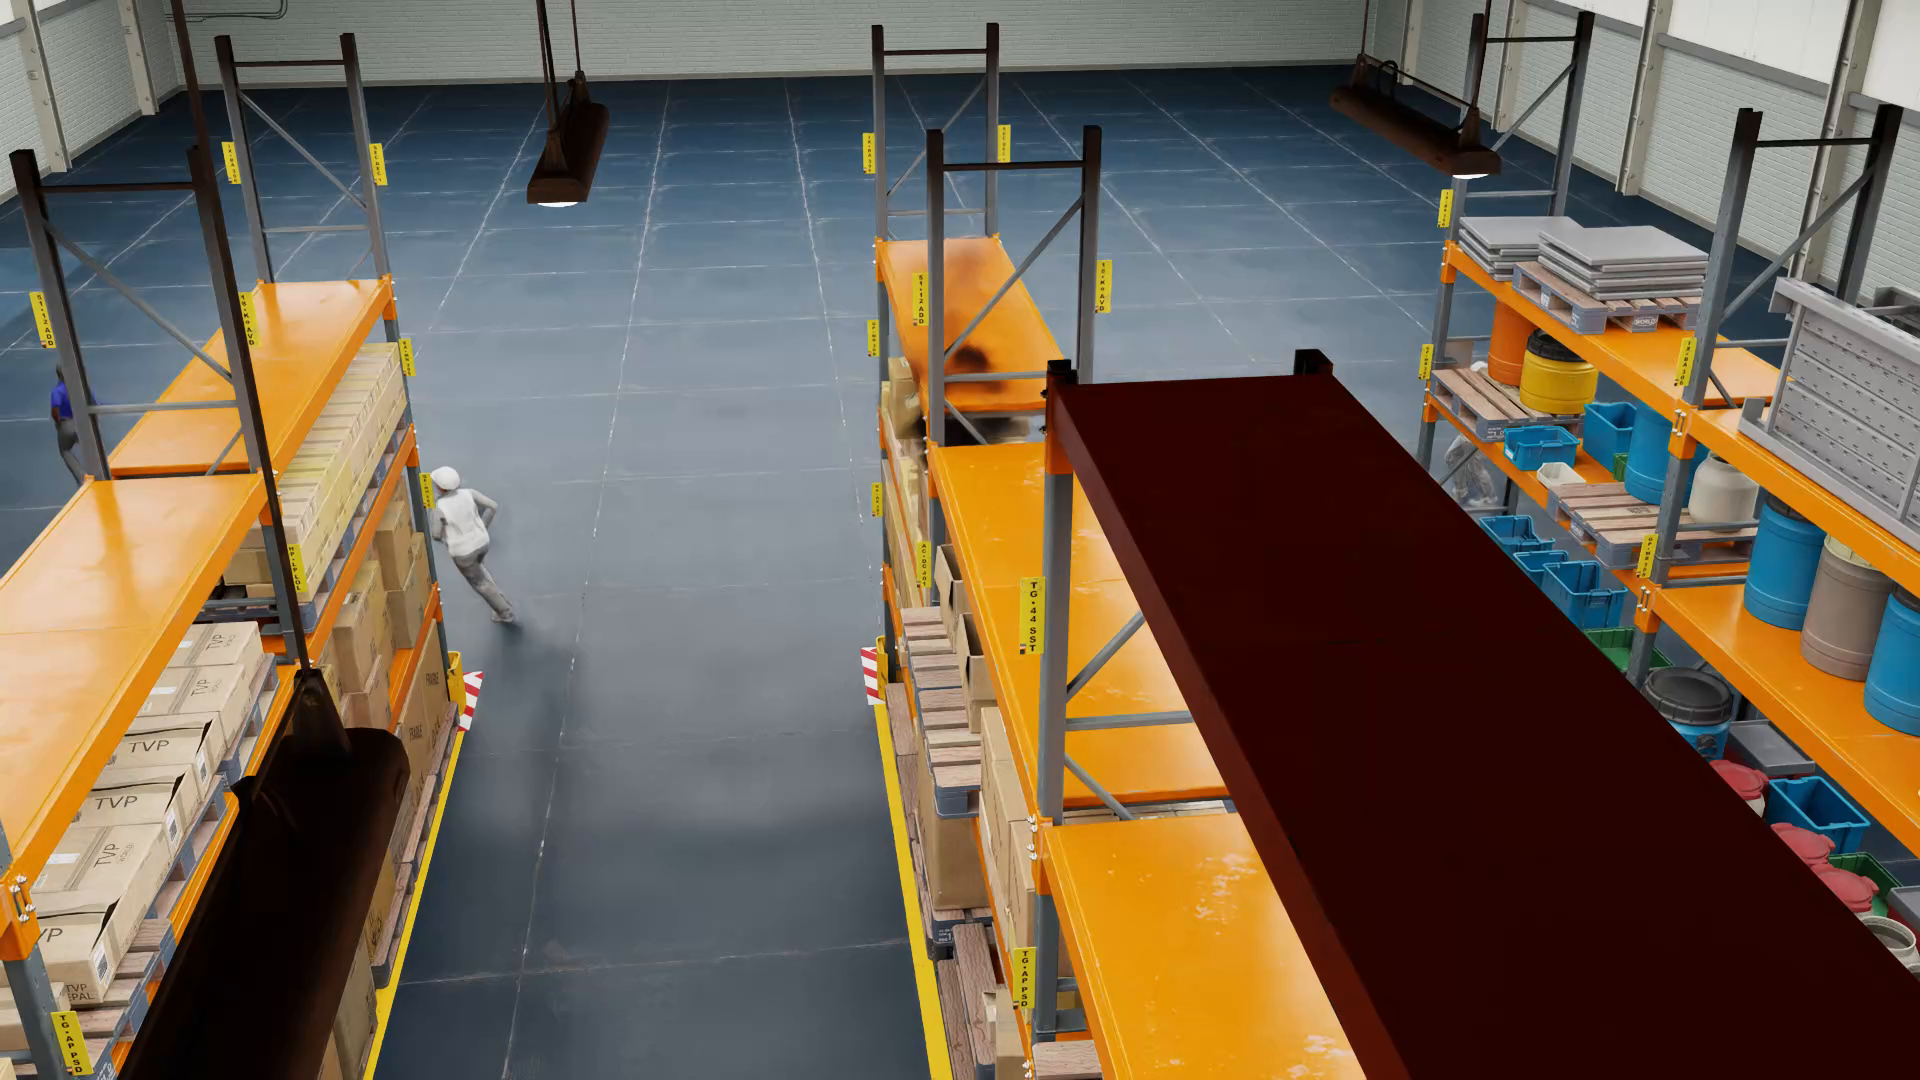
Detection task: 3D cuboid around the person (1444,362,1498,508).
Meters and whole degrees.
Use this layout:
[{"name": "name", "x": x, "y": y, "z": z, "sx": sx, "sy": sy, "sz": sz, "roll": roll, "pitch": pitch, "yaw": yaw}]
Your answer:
[{"name": "person", "x": 5.825, "y": -1.148, "z": 18.914, "sx": 0.749, "sy": 1.825, "sz": 0.661, "roll": 11, "pitch": 28, "yaw": 22}]

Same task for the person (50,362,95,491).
[{"name": "person", "x": -10.297, "y": -1.290, "z": 19.322, "sx": 0.642, "sy": 1.670, "sz": 0.556, "roll": 21, "pitch": 33, "yaw": 37}]

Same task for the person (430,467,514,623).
[{"name": "person", "x": -4.837, "y": 0.070, "z": 16.350, "sx": 0.664, "sy": 1.747, "sz": 0.705, "roll": 18, "pitch": 31, "yaw": 33}]
